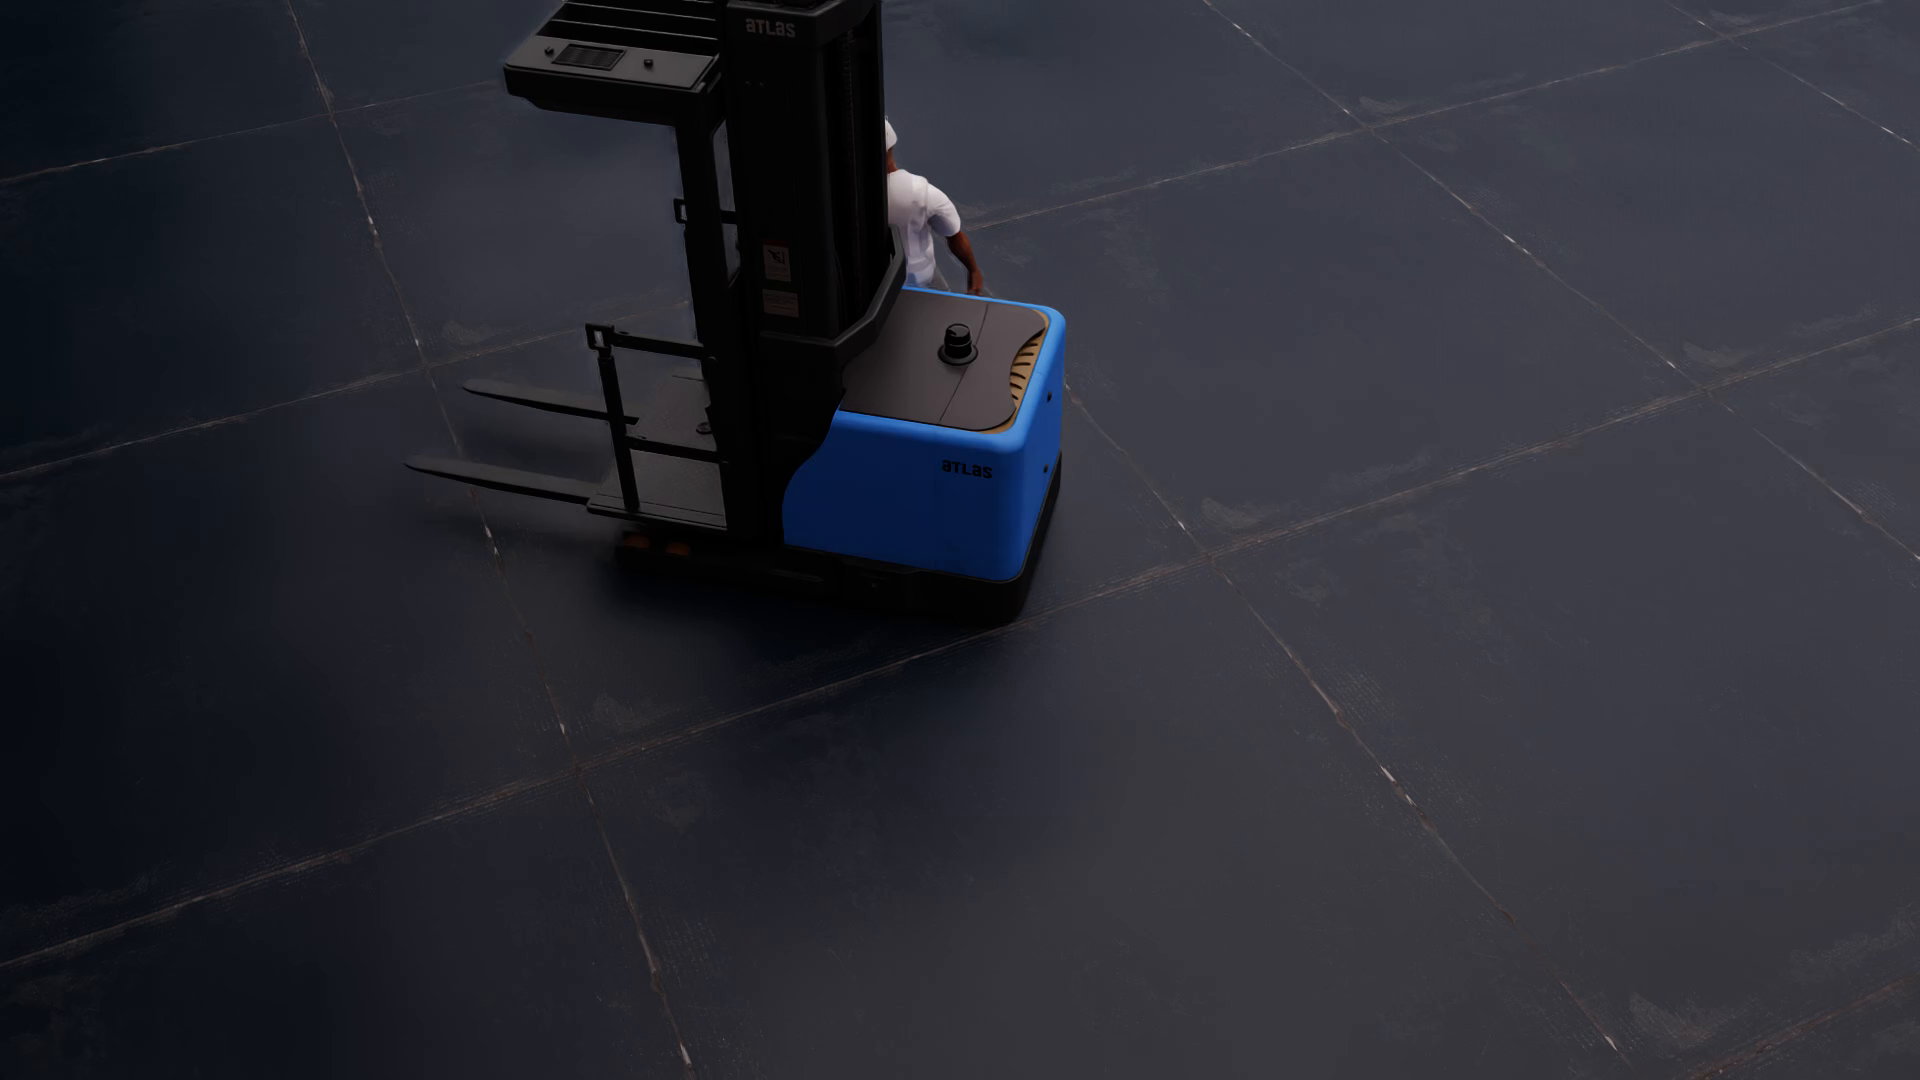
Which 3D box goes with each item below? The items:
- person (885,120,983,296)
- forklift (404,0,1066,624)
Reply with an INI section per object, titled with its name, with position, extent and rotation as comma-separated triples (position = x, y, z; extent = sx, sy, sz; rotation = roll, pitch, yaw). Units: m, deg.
[person]
position = -0.267, -1.329, 8.042
extent = 0.743, 1.682, 0.815
rotation = -3, 43, -3
[forklift]
position = -1.092, -1.240, 7.009
extent = 3.031, 2.935, 1.130
rotation = 10, 44, 10
